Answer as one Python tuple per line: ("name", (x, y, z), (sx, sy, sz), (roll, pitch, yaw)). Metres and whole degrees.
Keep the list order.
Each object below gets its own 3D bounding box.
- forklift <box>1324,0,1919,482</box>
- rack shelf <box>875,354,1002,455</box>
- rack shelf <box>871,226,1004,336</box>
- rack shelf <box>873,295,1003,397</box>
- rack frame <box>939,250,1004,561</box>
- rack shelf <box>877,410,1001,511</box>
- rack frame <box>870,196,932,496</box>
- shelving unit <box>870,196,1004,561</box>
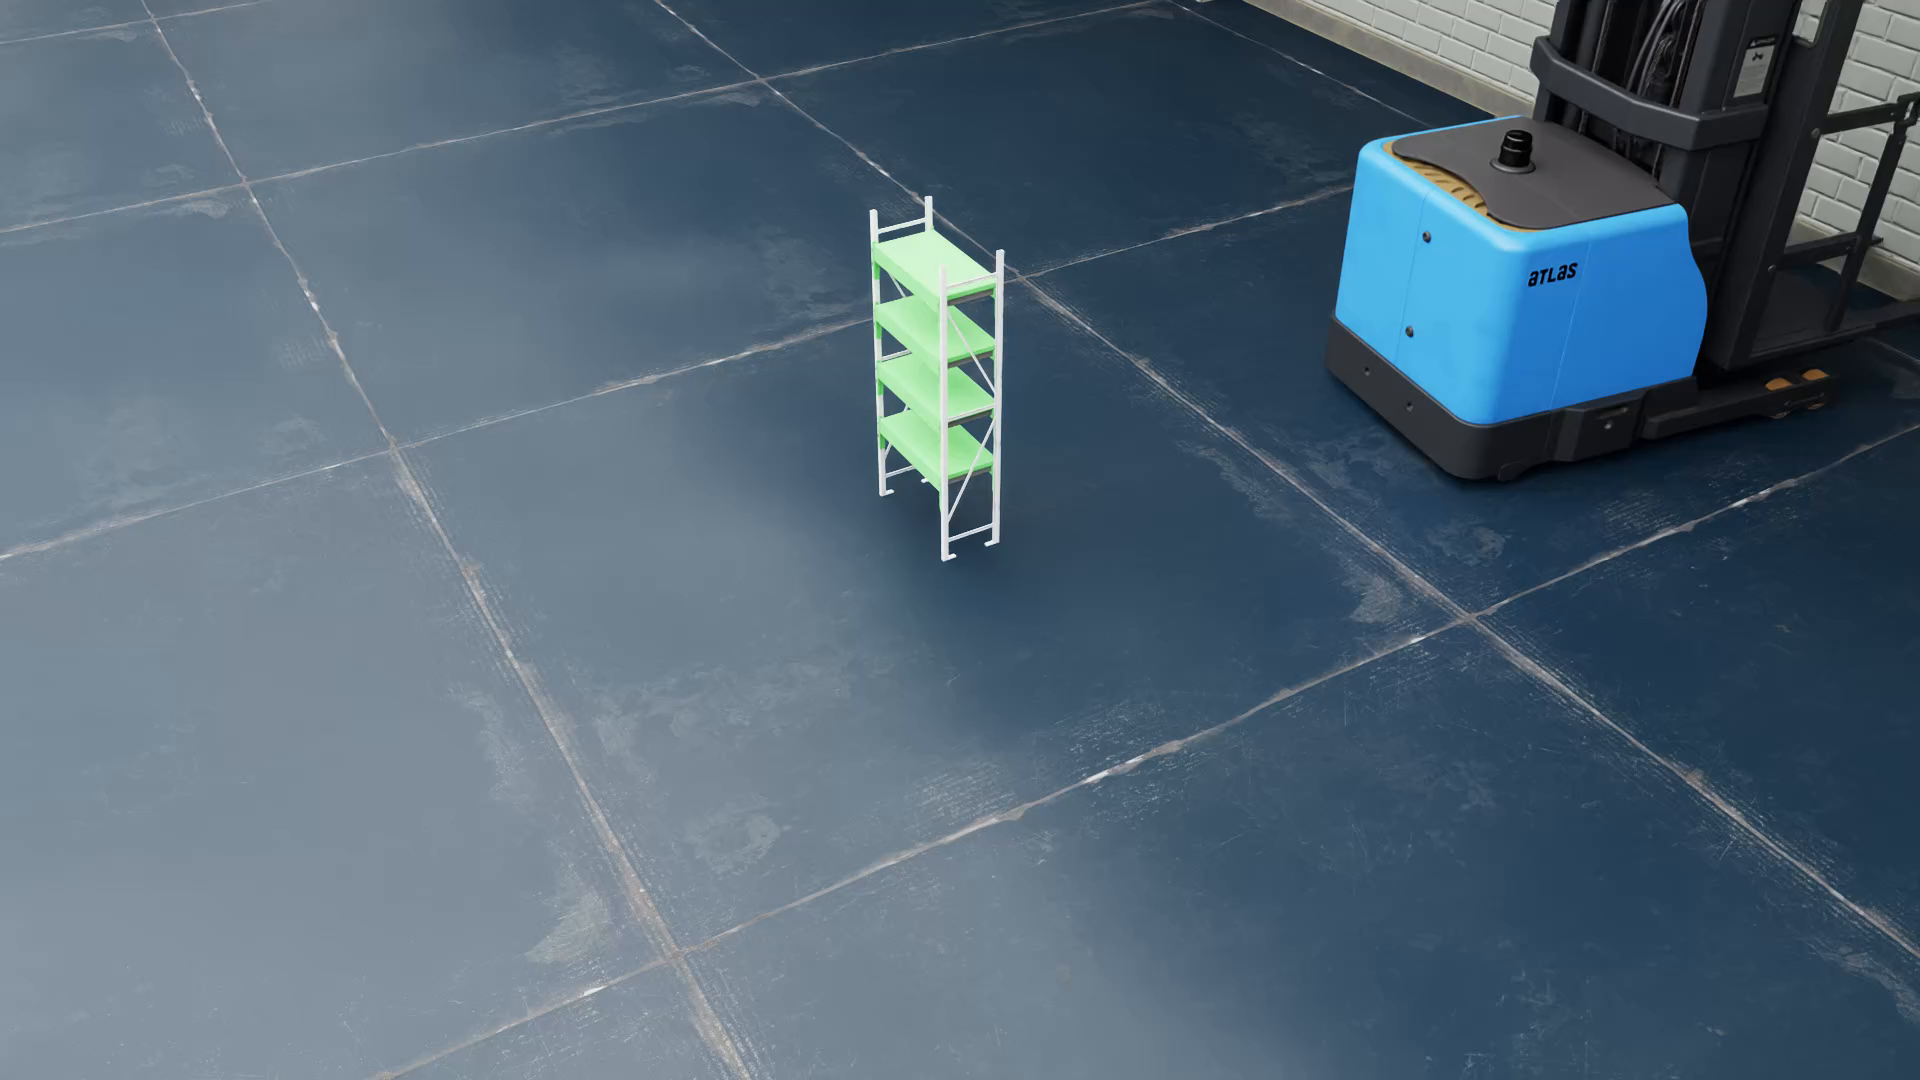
("forklift", (3.137, -1.965, 6.455), (3.031, 2.935, 1.130), (-14, 38, -18))
("rack shelf", (-0.083, -0.517, 6.049), (0.258, 0.148, 0.480), (-19, 40, -24))
("rack shelf", (-0.083, -0.905, 5.766), (0.258, 0.148, 0.480), (-19, 40, -24))
("rack shelf", (-0.083, -0.711, 5.908), (0.258, 0.148, 0.480), (-19, 40, -24))
("rack frame", (0.039, -0.445, 5.841), (0.240, 1.200, 0.015), (-19, 40, -24))
("rack shelf", (-0.083, -0.324, 6.191), (0.258, 0.148, 0.480), (-19, 40, -24))
("rack frame", (-0.206, -0.693, 6.182), (0.240, 1.200, 0.015), (-19, 40, -24))
("shelving unit", (-0.083, -0.569, 6.012), (0.258, 1.200, 0.503), (-19, 40, -24))
